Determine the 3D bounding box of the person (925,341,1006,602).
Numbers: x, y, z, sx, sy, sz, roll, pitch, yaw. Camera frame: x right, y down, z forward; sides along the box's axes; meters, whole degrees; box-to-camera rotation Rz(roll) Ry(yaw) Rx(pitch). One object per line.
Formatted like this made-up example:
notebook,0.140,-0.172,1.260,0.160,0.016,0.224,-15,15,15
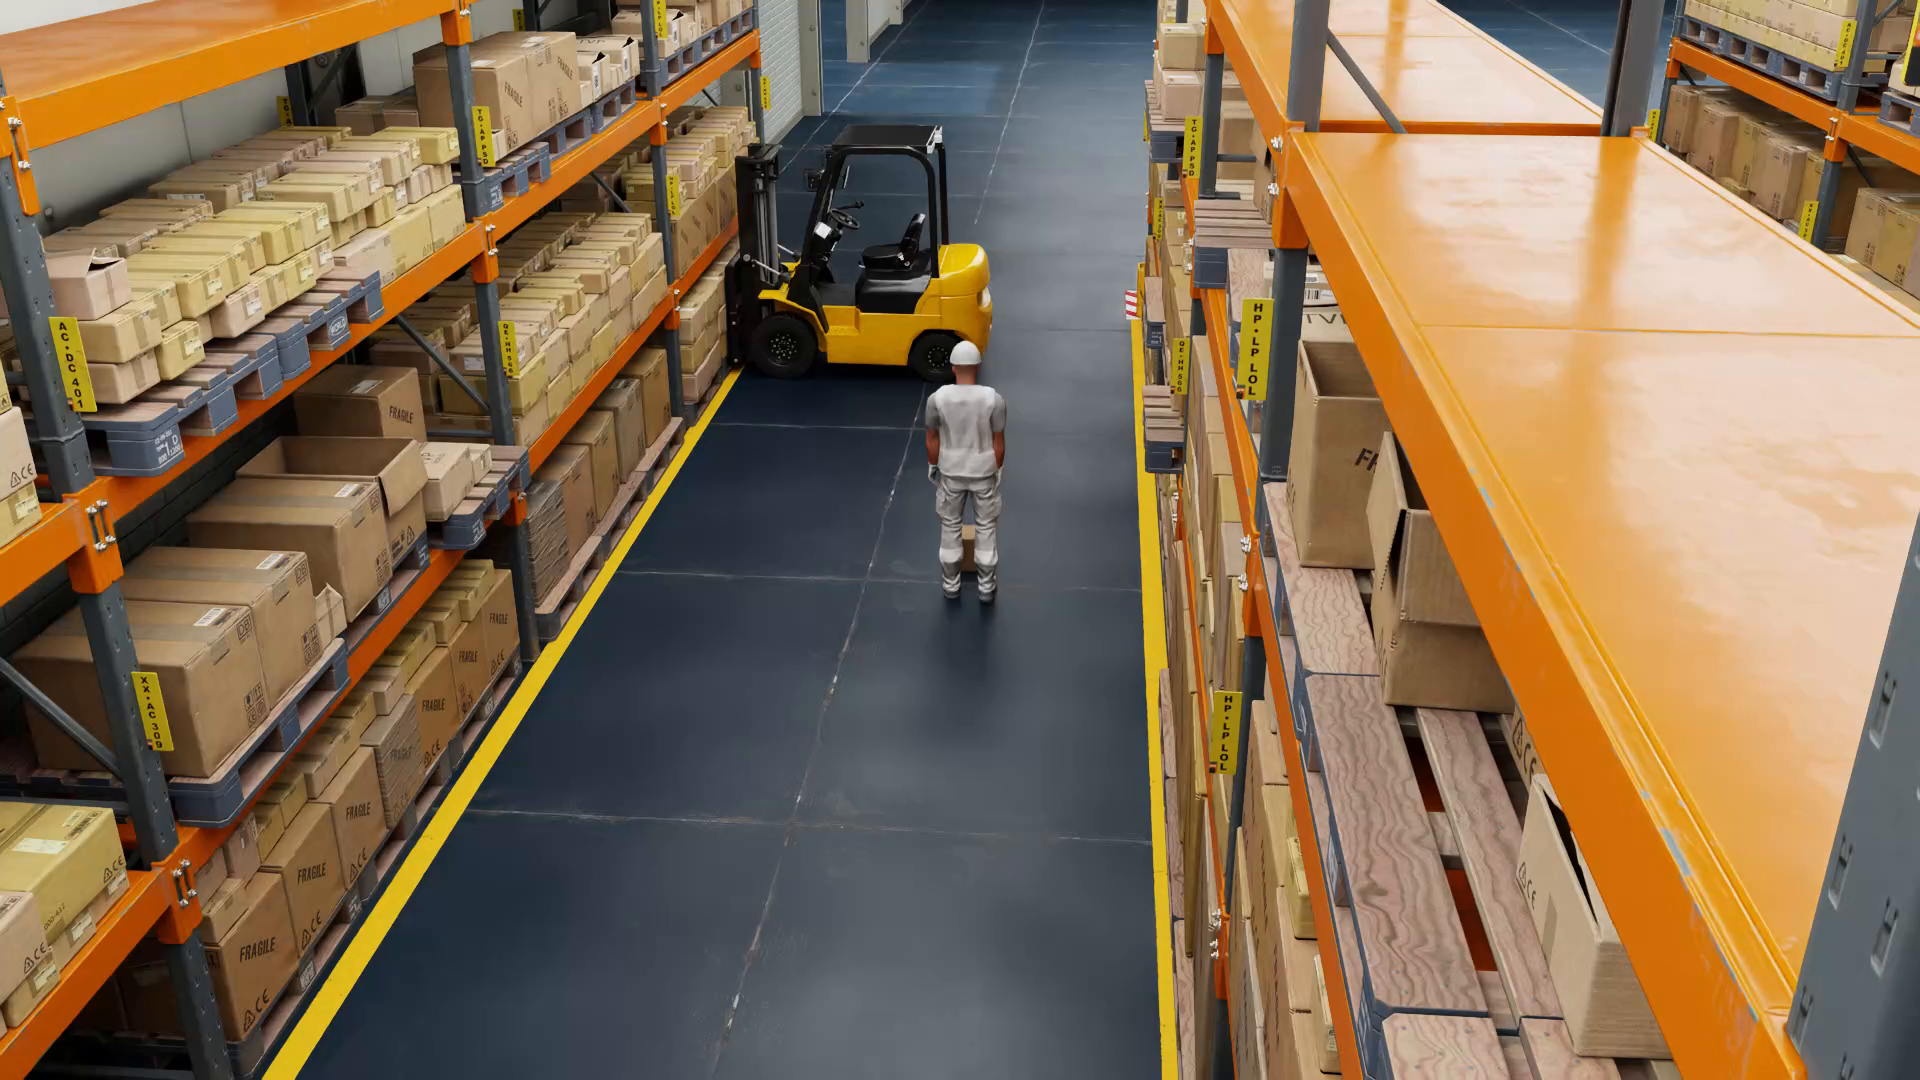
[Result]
person,0.040,-0.447,10.995,0.528,1.782,0.357,2,24,5
